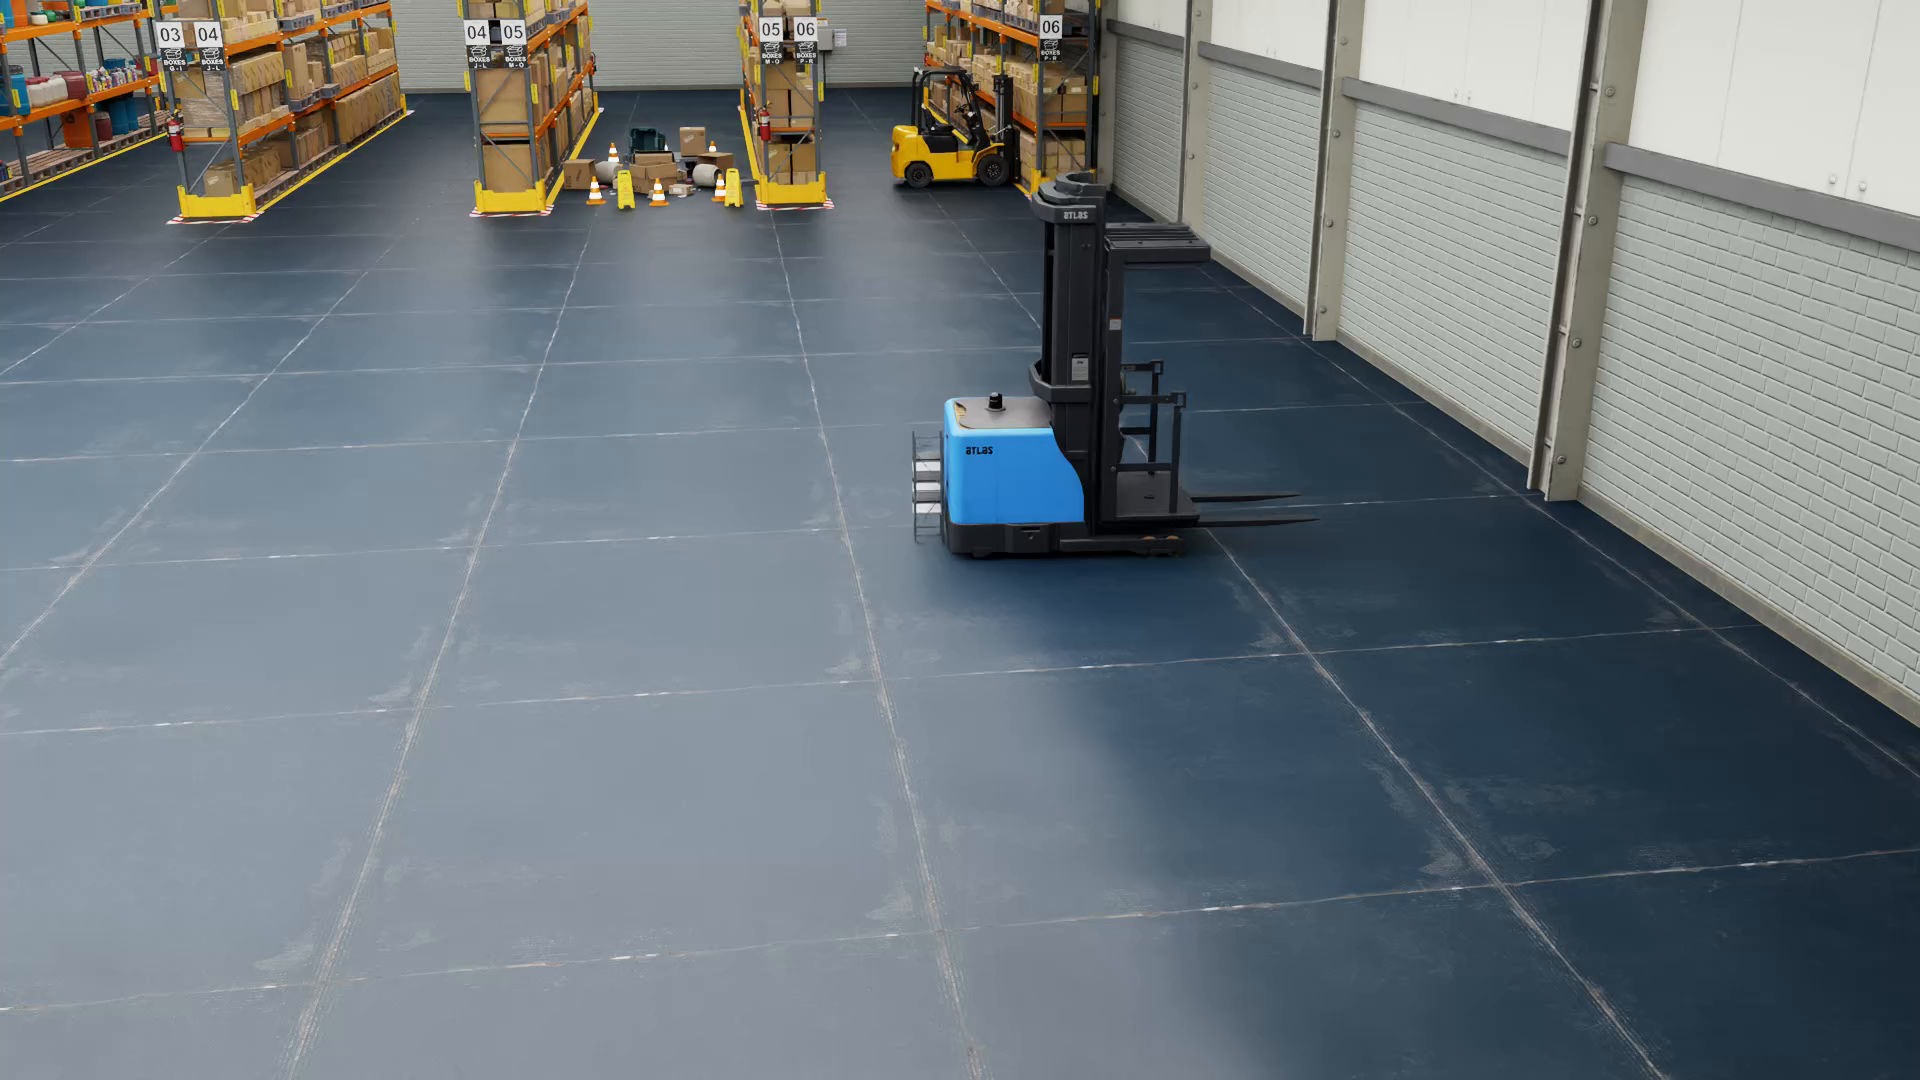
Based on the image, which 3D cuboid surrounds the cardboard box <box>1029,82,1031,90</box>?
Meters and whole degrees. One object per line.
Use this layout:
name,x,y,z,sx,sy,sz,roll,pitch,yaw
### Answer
cardboard box,1.507,-8.490,31.091,0.380,0.149,0.250,-3,21,-8

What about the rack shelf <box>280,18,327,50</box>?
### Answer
rack shelf,-13.681,-10.161,33.376,1.077,0.370,4.000,-3,21,-8

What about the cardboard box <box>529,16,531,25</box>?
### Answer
cardboard box,-7.698,-9.072,29.047,0.380,0.149,0.250,-3,21,-8

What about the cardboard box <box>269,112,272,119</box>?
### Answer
cardboard box,-13.016,-7.873,30.867,0.380,0.149,0.250,-3,21,-8

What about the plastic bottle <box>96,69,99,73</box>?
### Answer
plastic bottle,-19.797,-10.671,38.168,0.061,0.283,0.133,-3,21,-8

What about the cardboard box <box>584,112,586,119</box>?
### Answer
cardboard box,-9.358,-10.389,40.720,0.380,0.149,0.250,-4,21,-10

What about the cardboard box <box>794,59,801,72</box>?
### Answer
cardboard box,-3.370,-9.460,33.590,0.500,0.500,0.500,-2,21,-6

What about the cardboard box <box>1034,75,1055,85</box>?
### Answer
cardboard box,1.575,-8.455,30.570,0.380,0.149,0.250,-3,21,-8

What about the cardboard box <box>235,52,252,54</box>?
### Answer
cardboard box,-13.579,-8.887,31.225,0.500,0.500,0.500,-3,21,-8

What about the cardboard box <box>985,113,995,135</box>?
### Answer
cardboard box,1.024,-8.946,36.175,0.875,0.625,0.625,-4,21,-10

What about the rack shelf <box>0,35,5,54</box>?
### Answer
rack shelf,-18.005,-8.527,29.000,1.077,0.370,4.000,-3,21,-8

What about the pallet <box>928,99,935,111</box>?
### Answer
pallet,-0.278,-11.698,44.736,1.003,0.211,1.213,-3,21,-8

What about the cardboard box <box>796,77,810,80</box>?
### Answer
cardboard box,-3.116,-8.588,31.855,0.500,0.500,0.500,-2,21,-6

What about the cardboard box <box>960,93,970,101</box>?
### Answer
cardboard box,0.211,-10.665,40.029,0.380,0.149,0.250,-2,21,-6

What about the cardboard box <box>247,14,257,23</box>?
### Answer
cardboard box,-12.865,-9.368,29.870,0.380,0.149,0.250,-2,21,-5

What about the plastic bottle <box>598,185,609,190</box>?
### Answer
plastic bottle,-6.802,-6.688,31.535,0.283,0.061,0.133,-11,23,-26

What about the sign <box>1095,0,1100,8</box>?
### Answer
sign,2.452,-9.645,29.603,0.100,0.325,0.005,-3,21,-8

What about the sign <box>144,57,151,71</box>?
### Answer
sign,-18.902,-11.078,38.693,0.100,0.325,0.005,-3,21,-8

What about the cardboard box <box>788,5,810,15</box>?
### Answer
cardboard box,-2.886,-9.486,29.760,0.380,0.149,0.250,-3,21,-8

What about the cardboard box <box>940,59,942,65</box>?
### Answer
cardboard box,-0.320,-12.259,42.611,0.380,0.149,0.250,-3,21,-9

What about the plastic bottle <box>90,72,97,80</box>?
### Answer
plastic bottle,-19.473,-10.370,37.372,0.152,0.276,0.135,-3,21,-8

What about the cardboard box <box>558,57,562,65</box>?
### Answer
cardboard box,-8.922,-10.530,36.531,0.380,0.149,0.250,-3,21,-8

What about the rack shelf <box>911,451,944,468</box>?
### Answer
rack shelf,-0.262,-0.656,13.508,0.258,0.077,0.200,-1,21,-3

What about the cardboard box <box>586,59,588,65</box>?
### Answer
cardboard box,-9.763,-12.293,42.702,0.380,0.149,0.250,-2,21,-6

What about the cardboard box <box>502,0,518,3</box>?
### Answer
cardboard box,-7.626,-9.267,28.430,0.380,0.149,0.250,-3,21,-7

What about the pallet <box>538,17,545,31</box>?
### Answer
pallet,-8.362,-9.696,31.228,1.003,0.211,1.213,-3,21,-8

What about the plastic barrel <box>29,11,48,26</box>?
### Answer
plastic barrel,-18.456,-10.448,33.313,0.301,0.262,0.301,0,20,0

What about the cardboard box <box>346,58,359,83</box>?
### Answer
cardboard box,-14.061,-10.717,37.980,0.500,0.500,0.500,-3,21,-8

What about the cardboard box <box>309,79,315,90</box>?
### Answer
cardboard box,-13.462,-9.356,34.070,0.396,0.266,0.258,-4,21,-9

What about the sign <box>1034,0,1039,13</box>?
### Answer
sign,1.363,-9.528,29.499,0.100,0.325,0.005,-3,21,-8

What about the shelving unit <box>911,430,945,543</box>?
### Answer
shelving unit,-0.261,-0.434,13.591,0.258,0.900,0.210,-1,21,-3

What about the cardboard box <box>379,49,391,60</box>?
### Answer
cardboard box,-14.717,-12.295,42.136,0.500,0.250,0.500,-3,21,-9

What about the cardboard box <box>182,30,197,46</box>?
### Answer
cardboard box,-13.137,-8.505,28.127,0.500,0.250,0.500,-2,21,-6

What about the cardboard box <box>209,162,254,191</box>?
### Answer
cardboard box,-13.009,-6.464,29.708,0.500,0.500,0.500,2,21,6

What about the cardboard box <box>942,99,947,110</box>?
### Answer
cardboard box,-0.250,-11.140,42.562,0.396,0.266,0.258,-2,21,-6

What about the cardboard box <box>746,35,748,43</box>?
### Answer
cardboard box,-4.643,-11.316,38.155,0.500,0.500,0.500,-3,21,-8

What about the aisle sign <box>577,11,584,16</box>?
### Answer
aisle sign,-9.913,-14.029,43.275,0.394,0.787,0.004,-3,21,-8

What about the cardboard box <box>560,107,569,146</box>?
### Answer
cardboard box,-9.048,-8.928,35.949,1.050,0.750,0.750,-3,21,-8

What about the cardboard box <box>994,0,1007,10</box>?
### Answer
cardboard box,0.980,-10.998,33.971,0.500,0.311,0.500,-4,21,-9

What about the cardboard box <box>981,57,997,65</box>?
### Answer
cardboard box,0.656,-10.493,36.453,0.380,0.149,0.250,-3,21,-7

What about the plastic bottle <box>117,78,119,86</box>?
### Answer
plastic bottle,-18.848,-10.241,37.132,0.097,0.201,0.097,0,20,0

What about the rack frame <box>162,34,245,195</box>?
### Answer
rack frame,-12.816,-7.016,28.213,1.000,3.000,0.127,-3,21,-8

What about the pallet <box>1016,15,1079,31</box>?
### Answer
pallet,1.646,-9.800,31.508,1.003,0.211,1.213,-3,21,-8

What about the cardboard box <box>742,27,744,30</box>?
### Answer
cardboard box,-5.080,-12.335,40.883,0.500,0.500,0.500,-3,21,-8

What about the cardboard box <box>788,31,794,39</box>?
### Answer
cardboard box,-2.862,-9.021,29.653,0.380,0.149,0.250,-4,21,-9

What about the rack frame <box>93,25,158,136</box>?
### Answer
rack frame,-19.447,-10.921,38.669,1.000,3.000,0.127,-3,21,-8

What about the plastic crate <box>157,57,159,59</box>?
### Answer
plastic crate,-20.219,-11.925,41.512,0.416,0.233,0.300,-3,21,-8

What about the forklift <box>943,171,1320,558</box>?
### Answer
forklift,1.400,-1.418,13.323,3.031,2.935,1.130,-1,21,-4

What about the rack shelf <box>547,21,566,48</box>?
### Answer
rack shelf,-8.758,-10.377,33.953,1.077,0.370,4.000,-3,21,-8

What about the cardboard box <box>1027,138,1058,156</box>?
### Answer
cardboard box,1.527,-7.288,30.843,0.500,0.250,0.500,-2,21,-6

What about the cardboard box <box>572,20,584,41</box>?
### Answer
cardboard box,-9.579,-12.564,41.070,0.500,0.500,0.500,-3,21,-7

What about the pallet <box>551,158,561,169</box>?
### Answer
pallet,-8.656,-7.573,33.691,1.003,0.211,1.213,-3,21,-8

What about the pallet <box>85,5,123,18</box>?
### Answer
pallet,-19.071,-11.579,36.412,1.003,0.211,1.213,-3,21,-8
